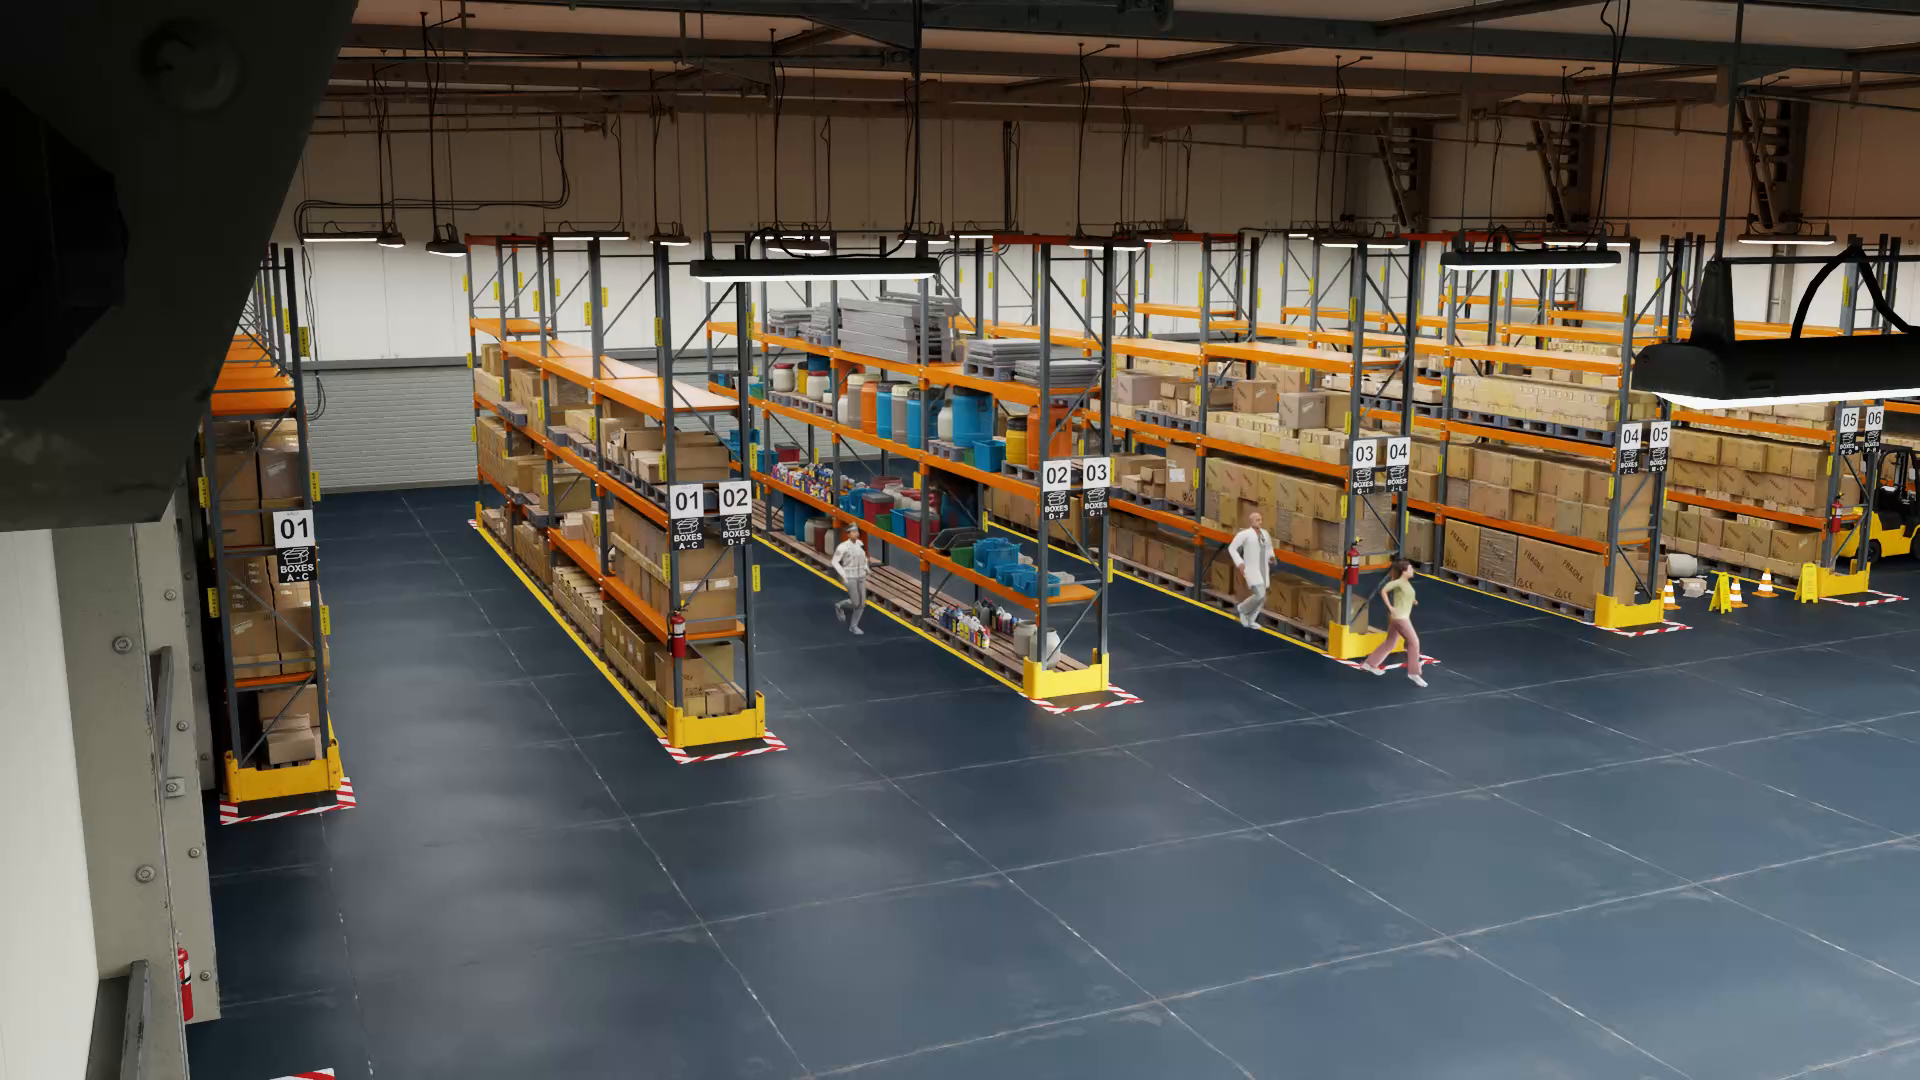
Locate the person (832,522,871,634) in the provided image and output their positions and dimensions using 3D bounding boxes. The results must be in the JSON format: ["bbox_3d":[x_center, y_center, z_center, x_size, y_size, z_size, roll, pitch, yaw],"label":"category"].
[{"bbox_3d":[-1.581,0.549,24.465,0.615,1.662,0.555,-9,14,-40],"label":"person"}]

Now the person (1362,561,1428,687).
[{"bbox_3d":[6.073,1.114,23.013,0.903,1.683,0.594,4,12,20],"label":"person"}]

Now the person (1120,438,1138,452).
[{"bbox_3d":[4.335,-2.523,41.906,0.551,1.643,0.625,-6,12,-27],"label":"person"}]

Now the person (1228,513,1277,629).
[{"bbox_3d":[4.402,0.472,24.589,0.714,1.743,0.599,-7,13,-32],"label":"person"}]
